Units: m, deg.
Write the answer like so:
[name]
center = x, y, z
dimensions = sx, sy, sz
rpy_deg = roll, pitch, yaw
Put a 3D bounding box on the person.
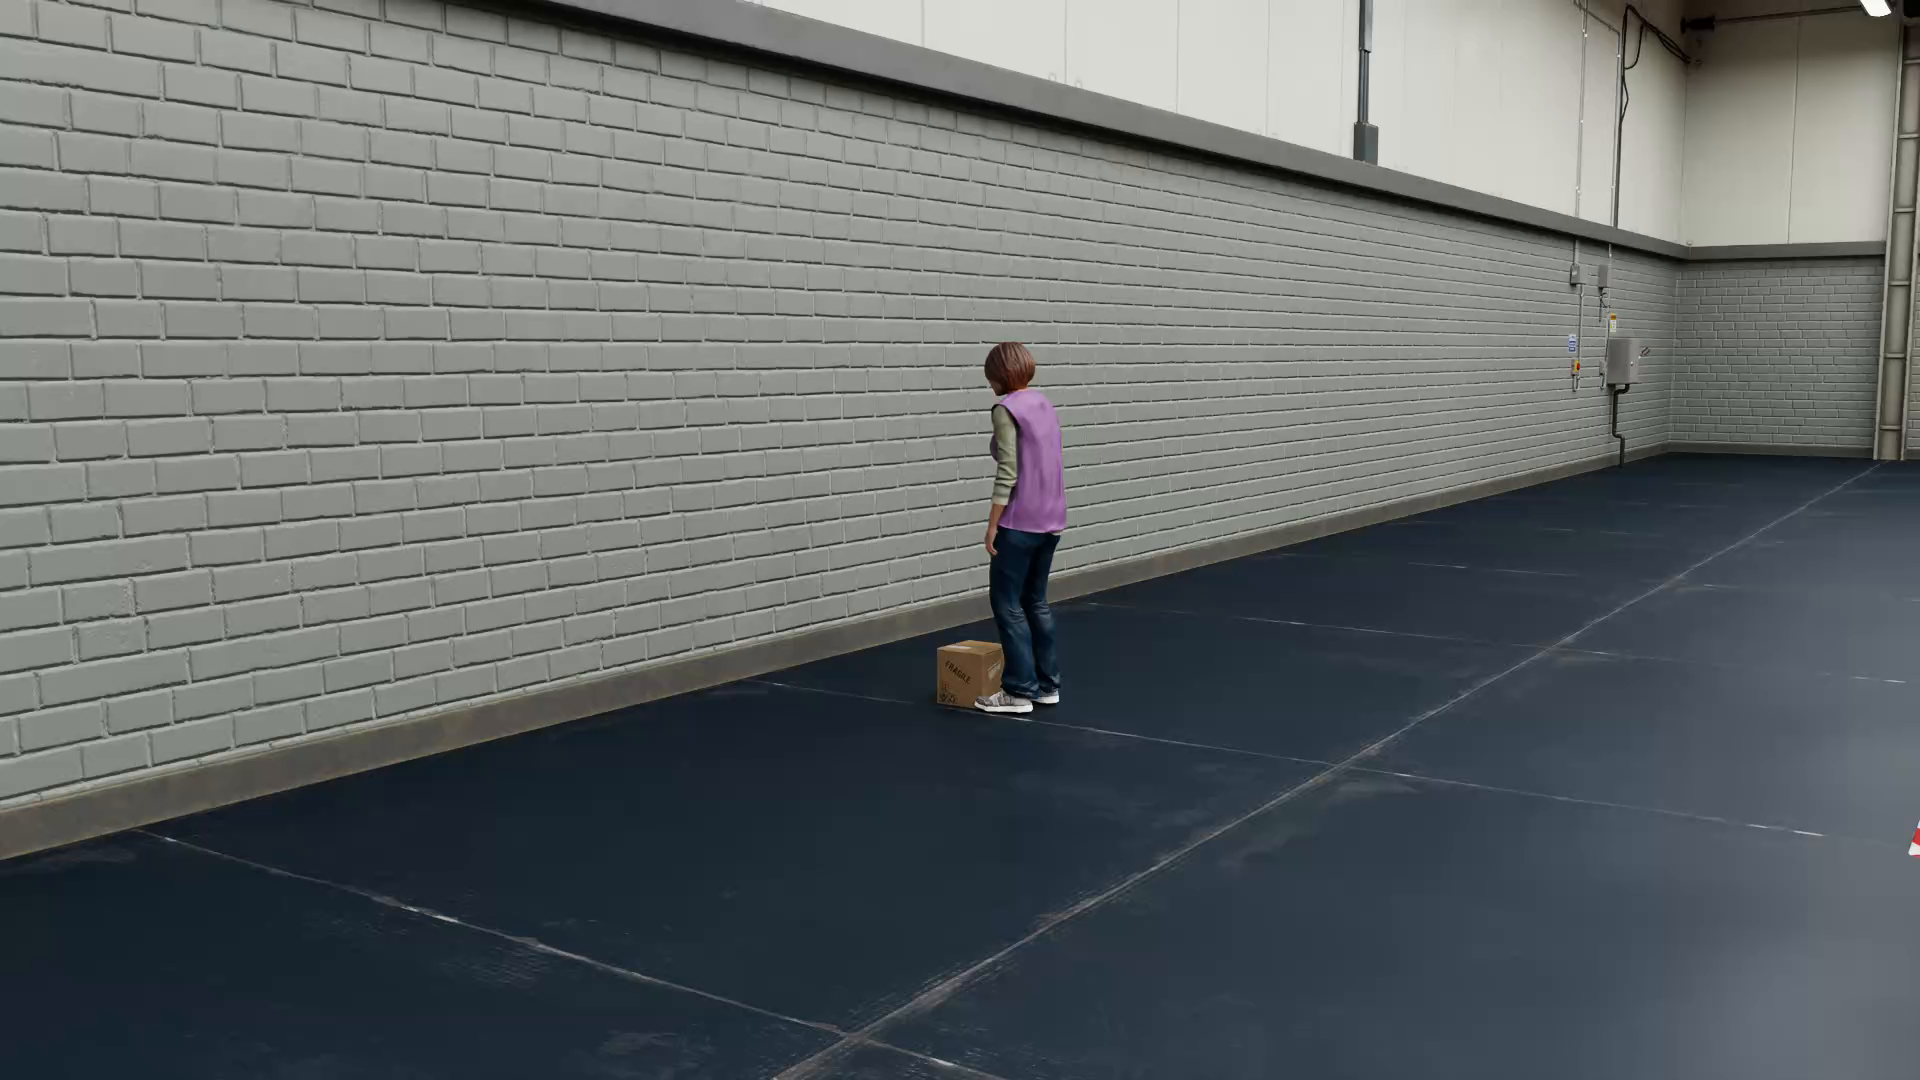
[person]
center = 0.272, -0.053, 7.173
dimensions = 0.344, 1.591, 0.461
rpy_deg = 5, 8, 35
